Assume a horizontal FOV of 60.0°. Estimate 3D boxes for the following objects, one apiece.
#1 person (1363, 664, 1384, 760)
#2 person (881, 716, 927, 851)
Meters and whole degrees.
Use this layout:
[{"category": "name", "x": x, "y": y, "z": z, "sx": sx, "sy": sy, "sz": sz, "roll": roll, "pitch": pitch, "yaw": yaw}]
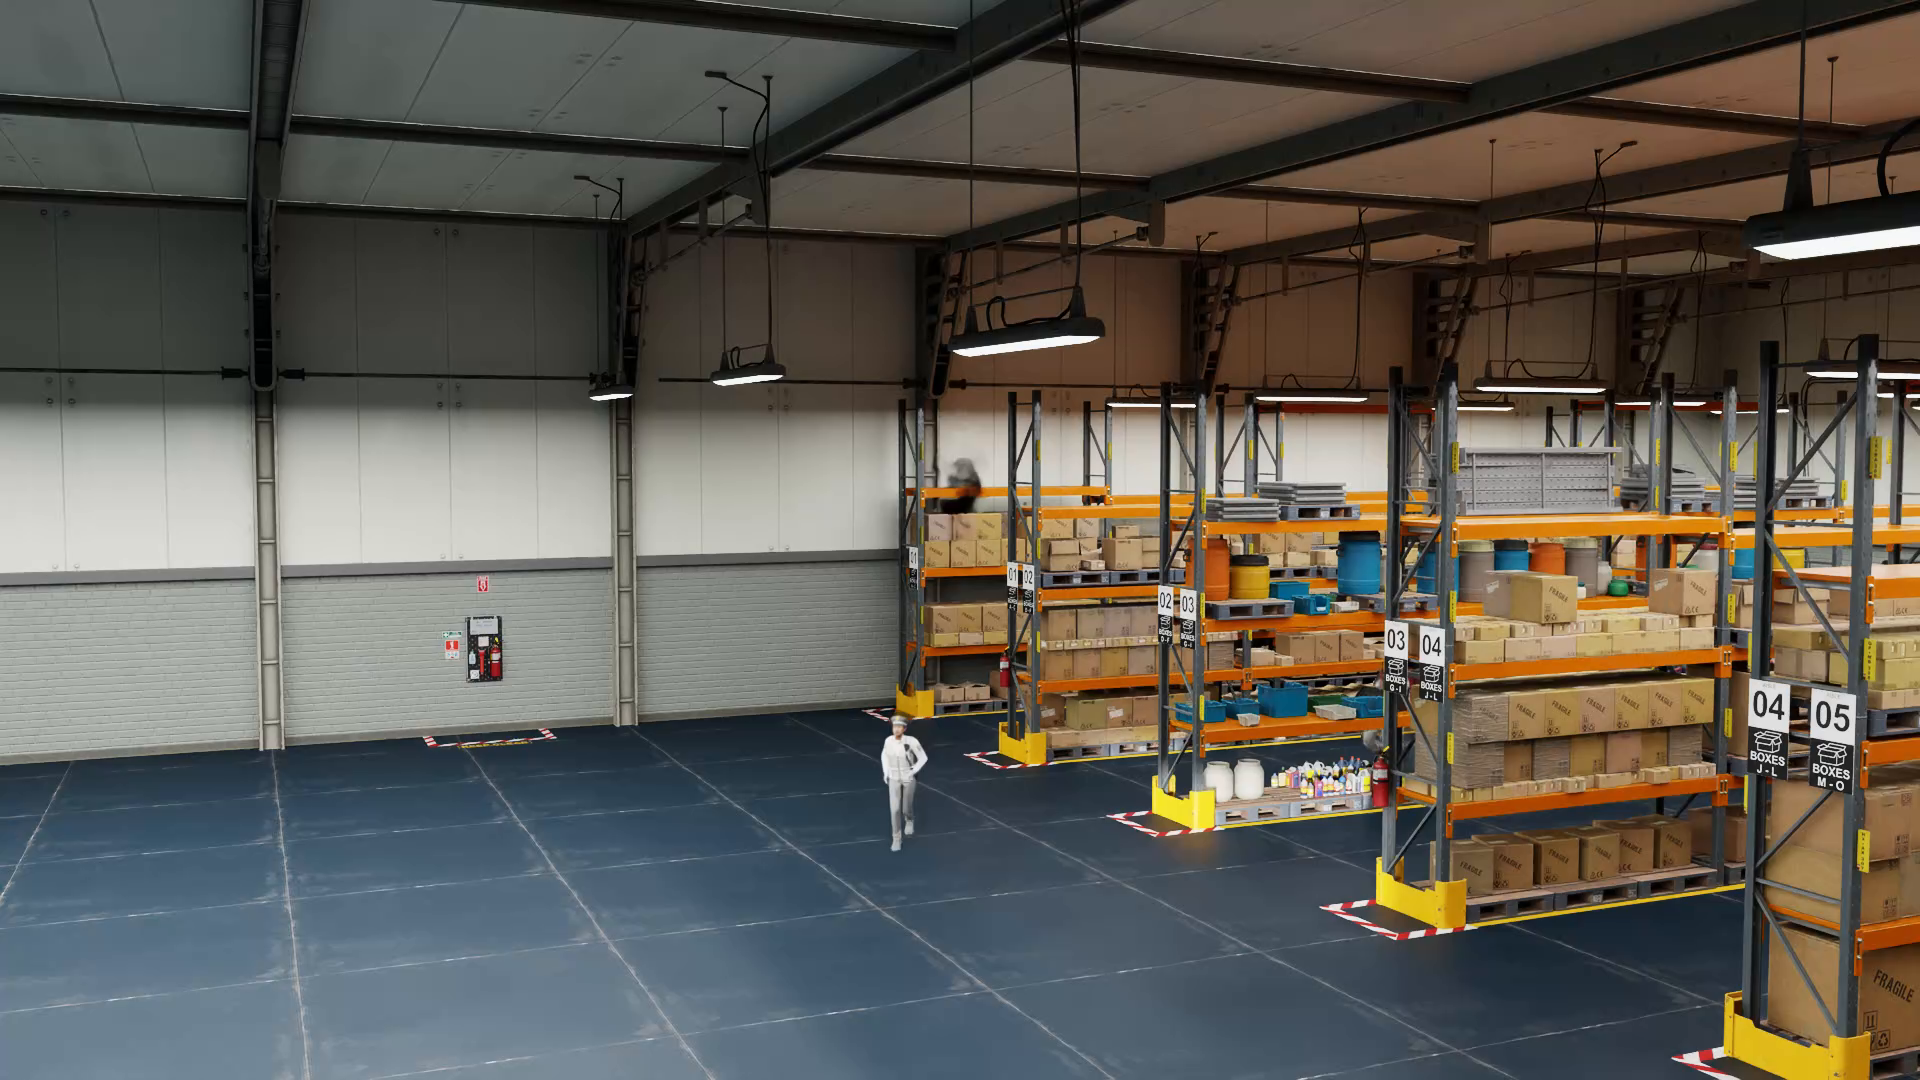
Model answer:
[{"category": "person", "x": 6.503, "y": 2.771, "z": 25.690, "sx": 0.615, "sy": 1.743, "sz": 0.643, "roll": -2, "pitch": 4, "yaw": -33}, {"category": "person", "x": -0.714, "y": 3.087, "z": 21.325, "sx": 0.622, "sy": 1.738, "sz": 0.709, "roll": 1, "pitch": 3, "yaw": 12}]
